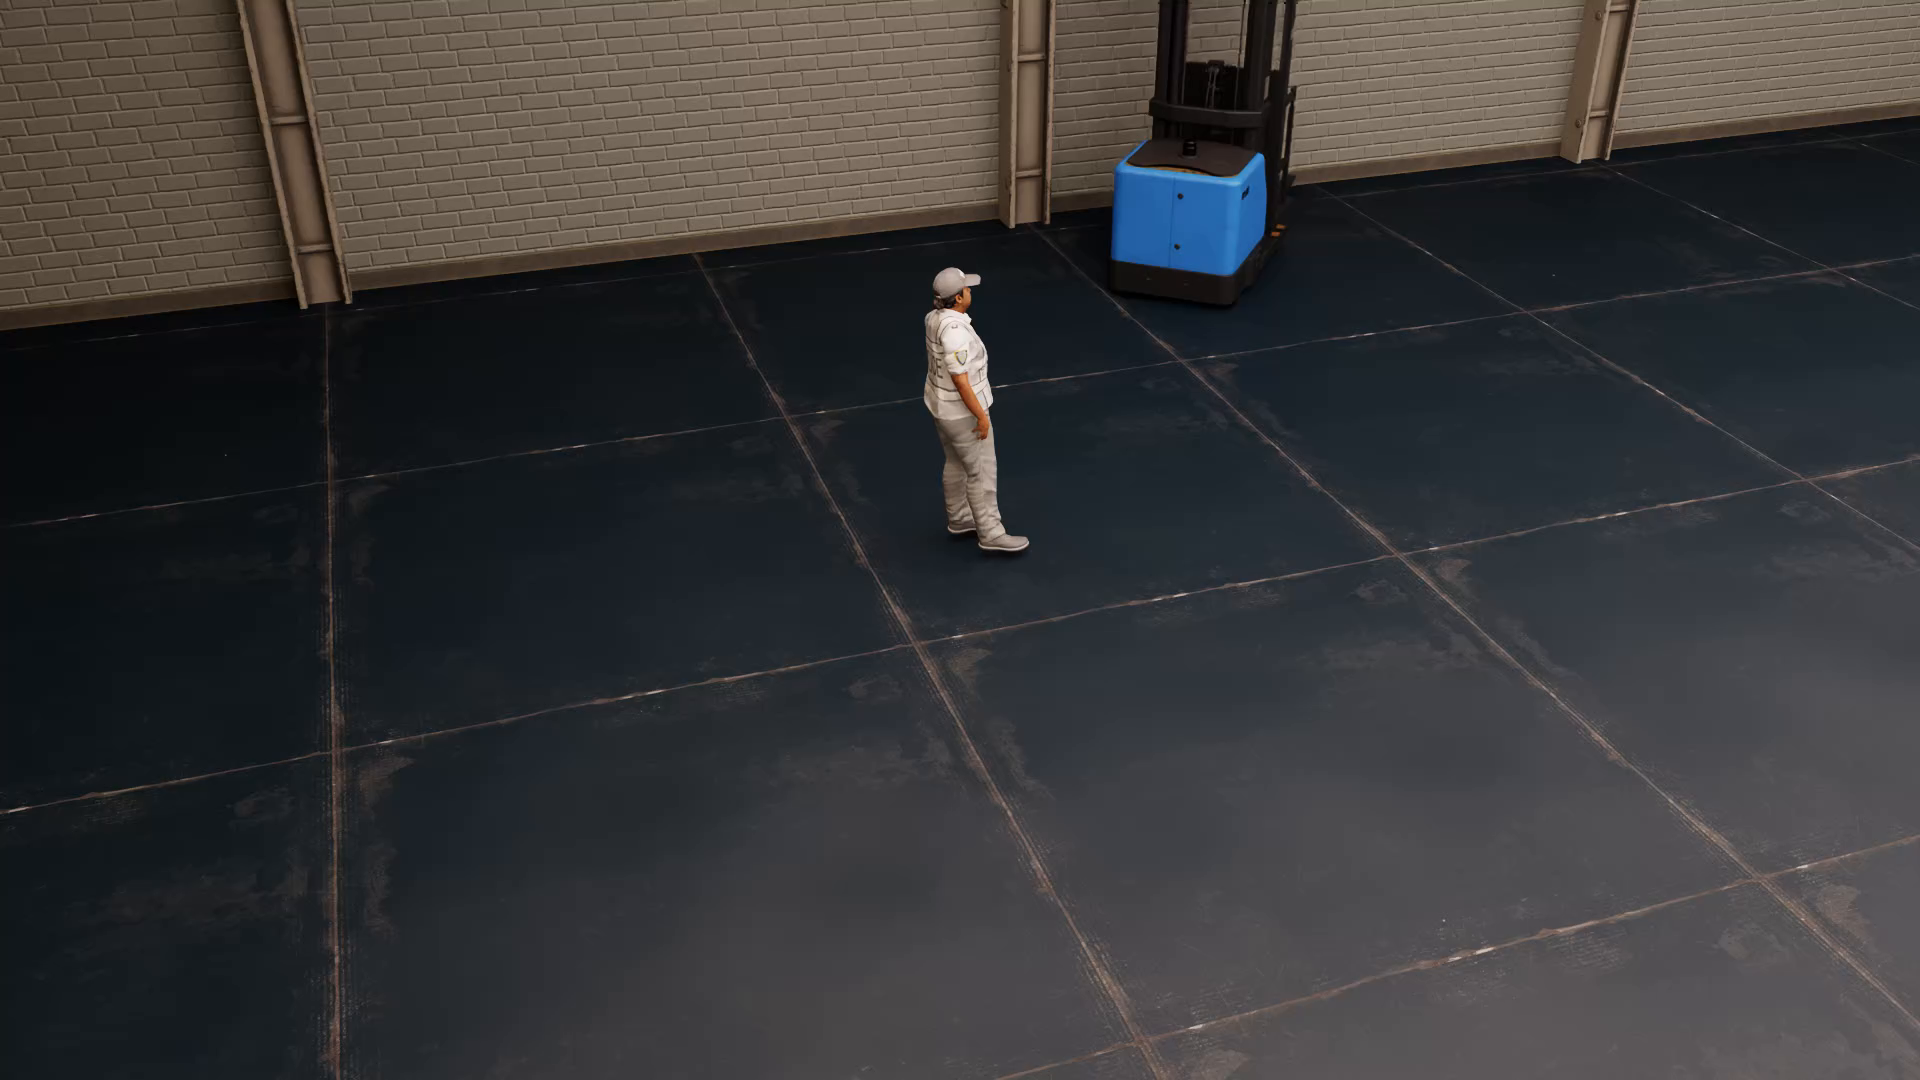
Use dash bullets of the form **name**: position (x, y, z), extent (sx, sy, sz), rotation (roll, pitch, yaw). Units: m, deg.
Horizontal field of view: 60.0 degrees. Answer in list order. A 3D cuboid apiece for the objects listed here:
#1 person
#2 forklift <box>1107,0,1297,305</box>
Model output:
- **person**: position (0.080, -0.766, 9.589), extent (0.528, 1.669, 0.599), rotation (-10, 31, -16)
- **forklift**: position (2.227, -3.840, 13.761), extent (1.130, 2.935, 3.031), rotation (12, 32, 19)
